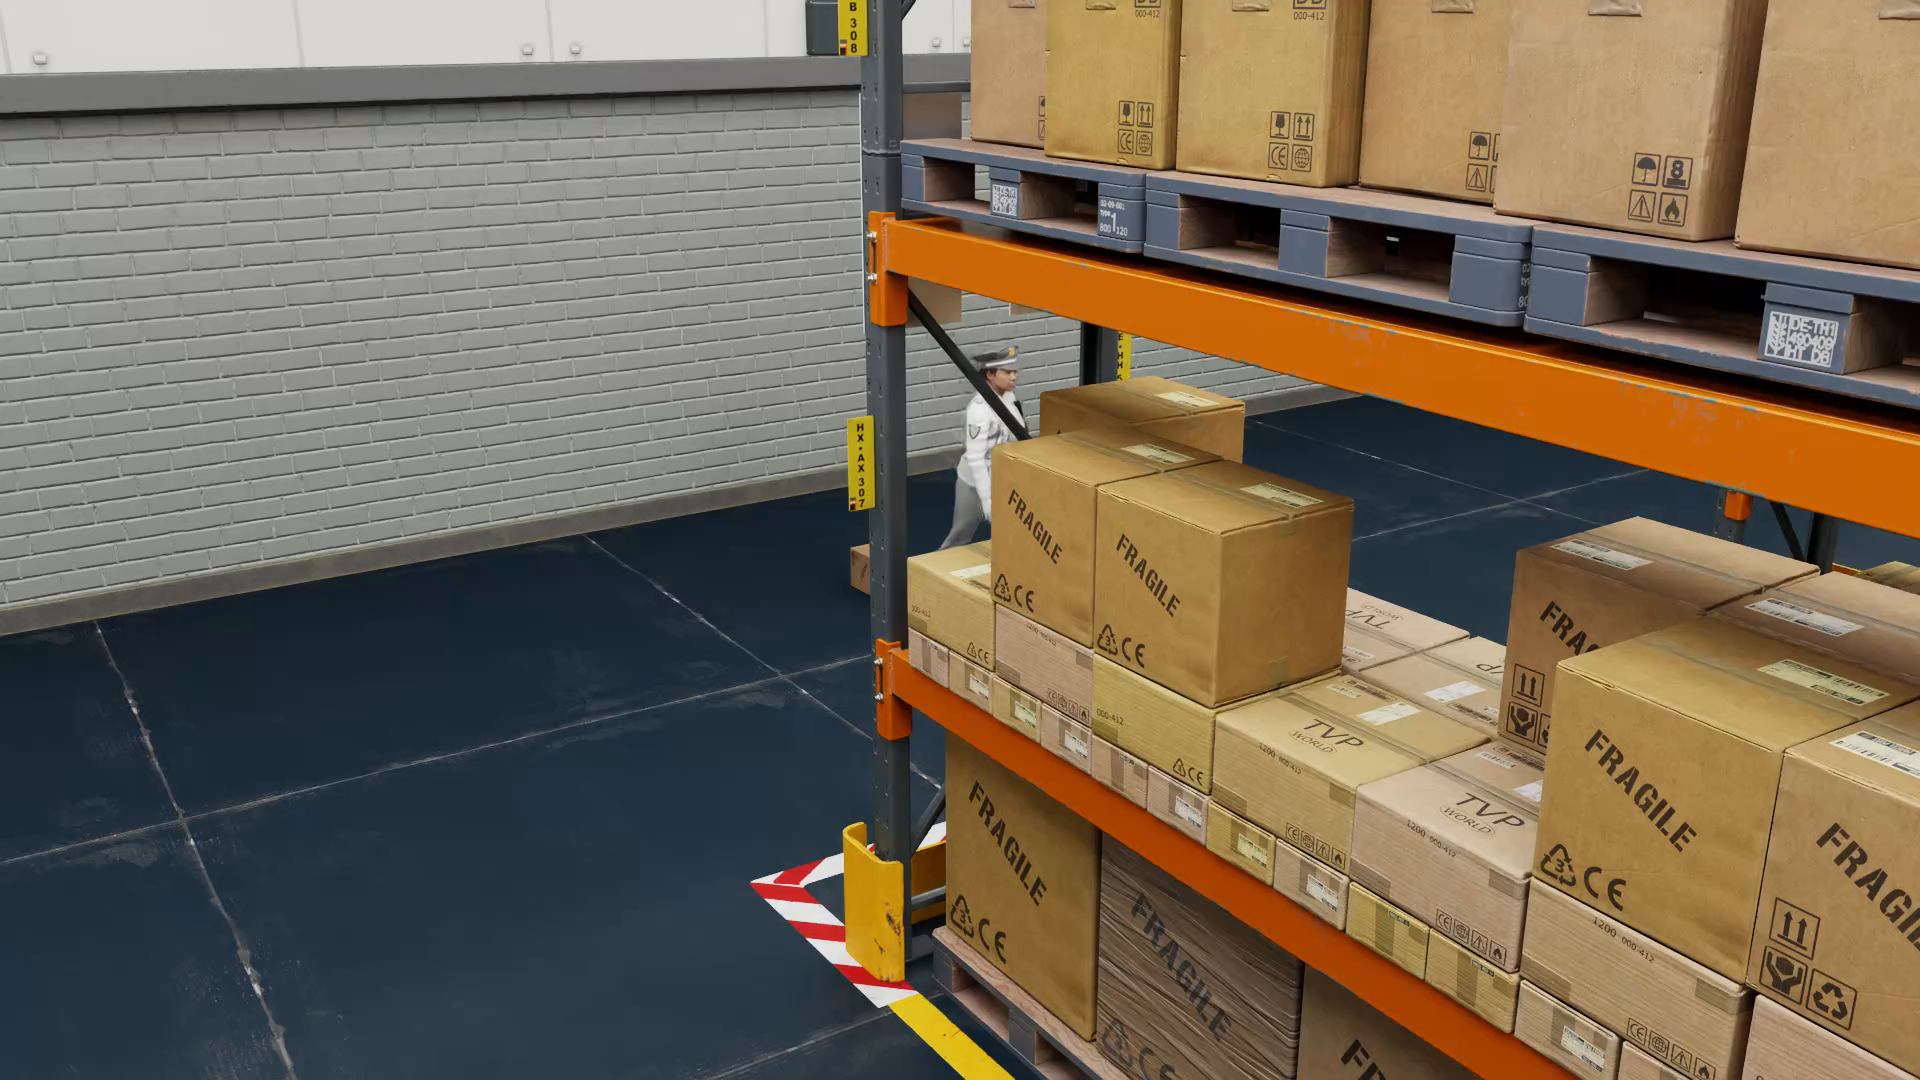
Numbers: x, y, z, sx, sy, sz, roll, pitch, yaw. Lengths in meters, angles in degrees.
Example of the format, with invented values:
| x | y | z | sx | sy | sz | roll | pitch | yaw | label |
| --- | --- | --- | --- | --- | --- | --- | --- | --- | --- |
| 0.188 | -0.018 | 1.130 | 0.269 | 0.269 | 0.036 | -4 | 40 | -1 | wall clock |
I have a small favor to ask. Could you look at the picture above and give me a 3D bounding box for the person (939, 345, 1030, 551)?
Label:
| x | y | z | sx | sy | sz | roll | pitch | yaw | label |
| --- | --- | --- | --- | --- | --- | --- | --- | --- | --- |
| 0.201 | -0.321 | 9.475 | 0.924 | 1.625 | 0.514 | 13 | 22 | 34 | person |
